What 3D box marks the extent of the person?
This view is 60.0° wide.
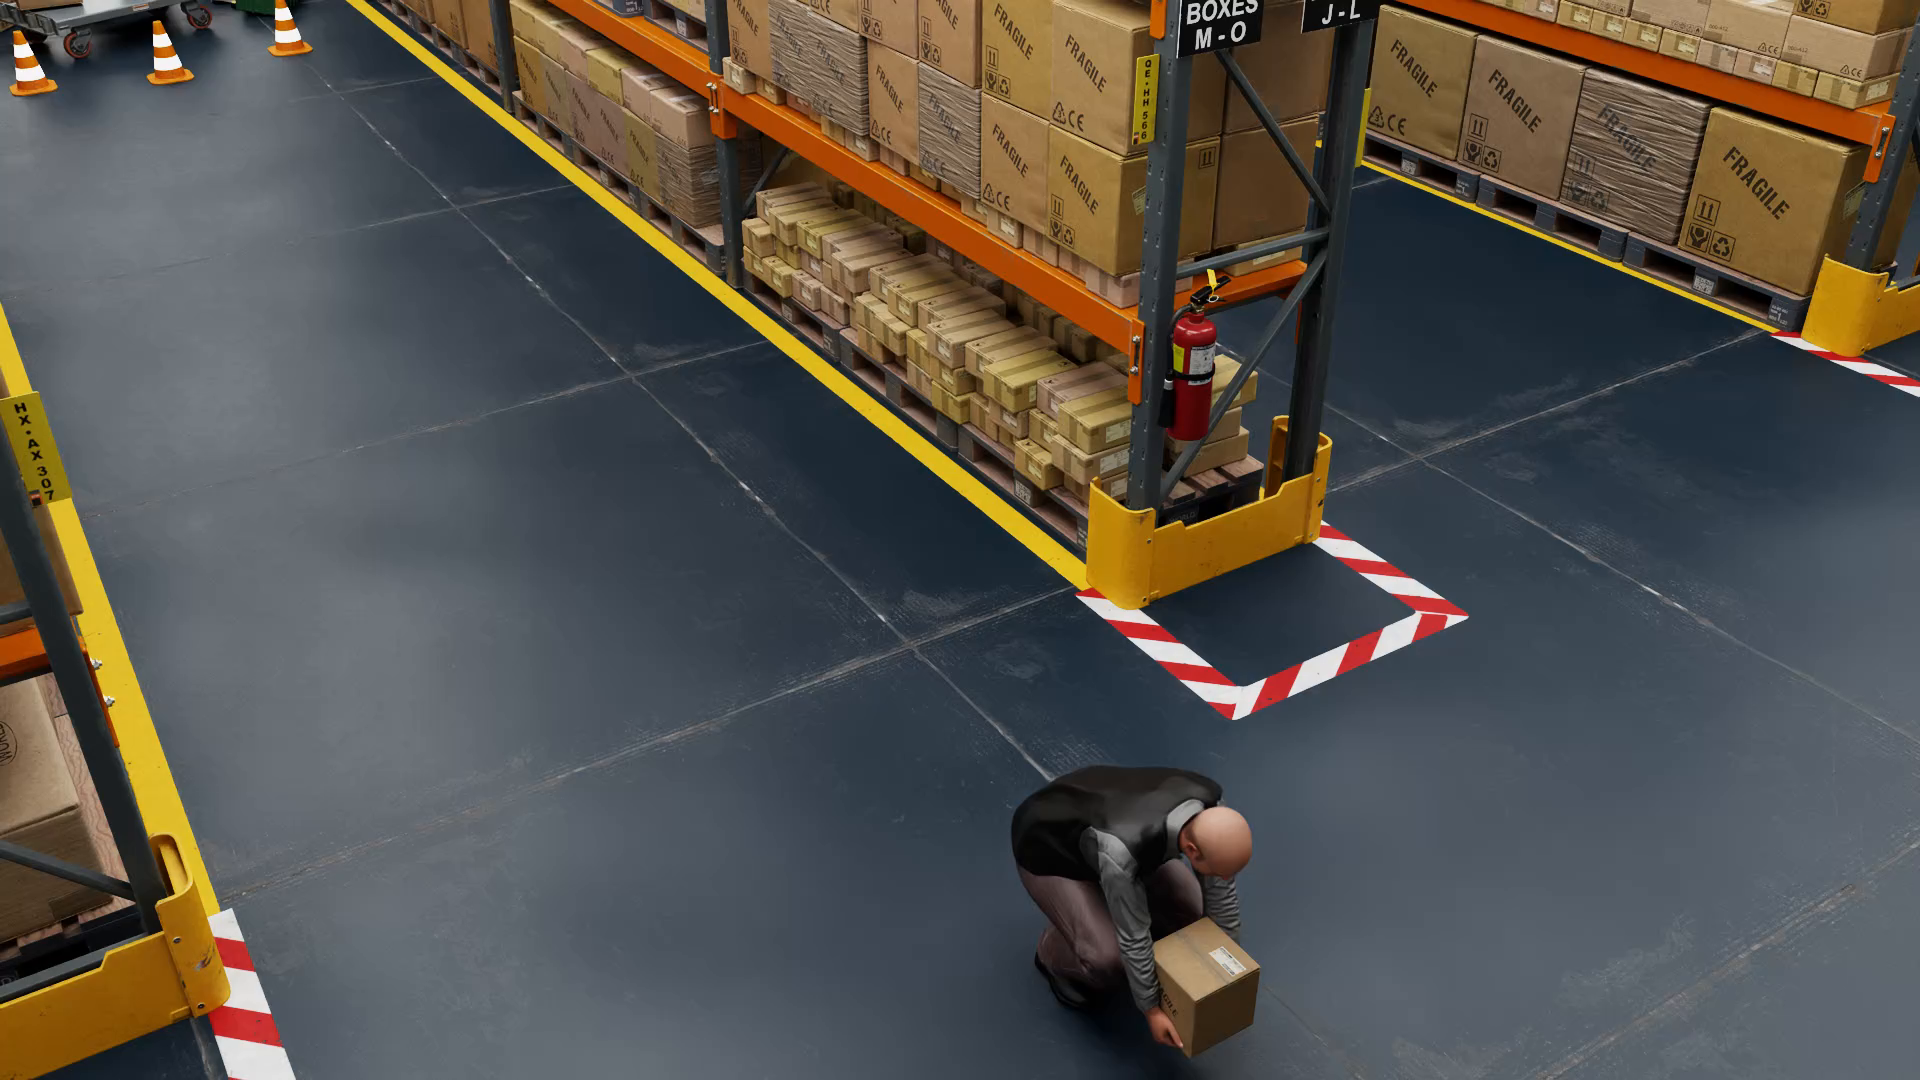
[{"bbox_3d":[0.546,1.068,5.191,0.515,0.970,0.879,-20,37,-28],"label":"person"}]
